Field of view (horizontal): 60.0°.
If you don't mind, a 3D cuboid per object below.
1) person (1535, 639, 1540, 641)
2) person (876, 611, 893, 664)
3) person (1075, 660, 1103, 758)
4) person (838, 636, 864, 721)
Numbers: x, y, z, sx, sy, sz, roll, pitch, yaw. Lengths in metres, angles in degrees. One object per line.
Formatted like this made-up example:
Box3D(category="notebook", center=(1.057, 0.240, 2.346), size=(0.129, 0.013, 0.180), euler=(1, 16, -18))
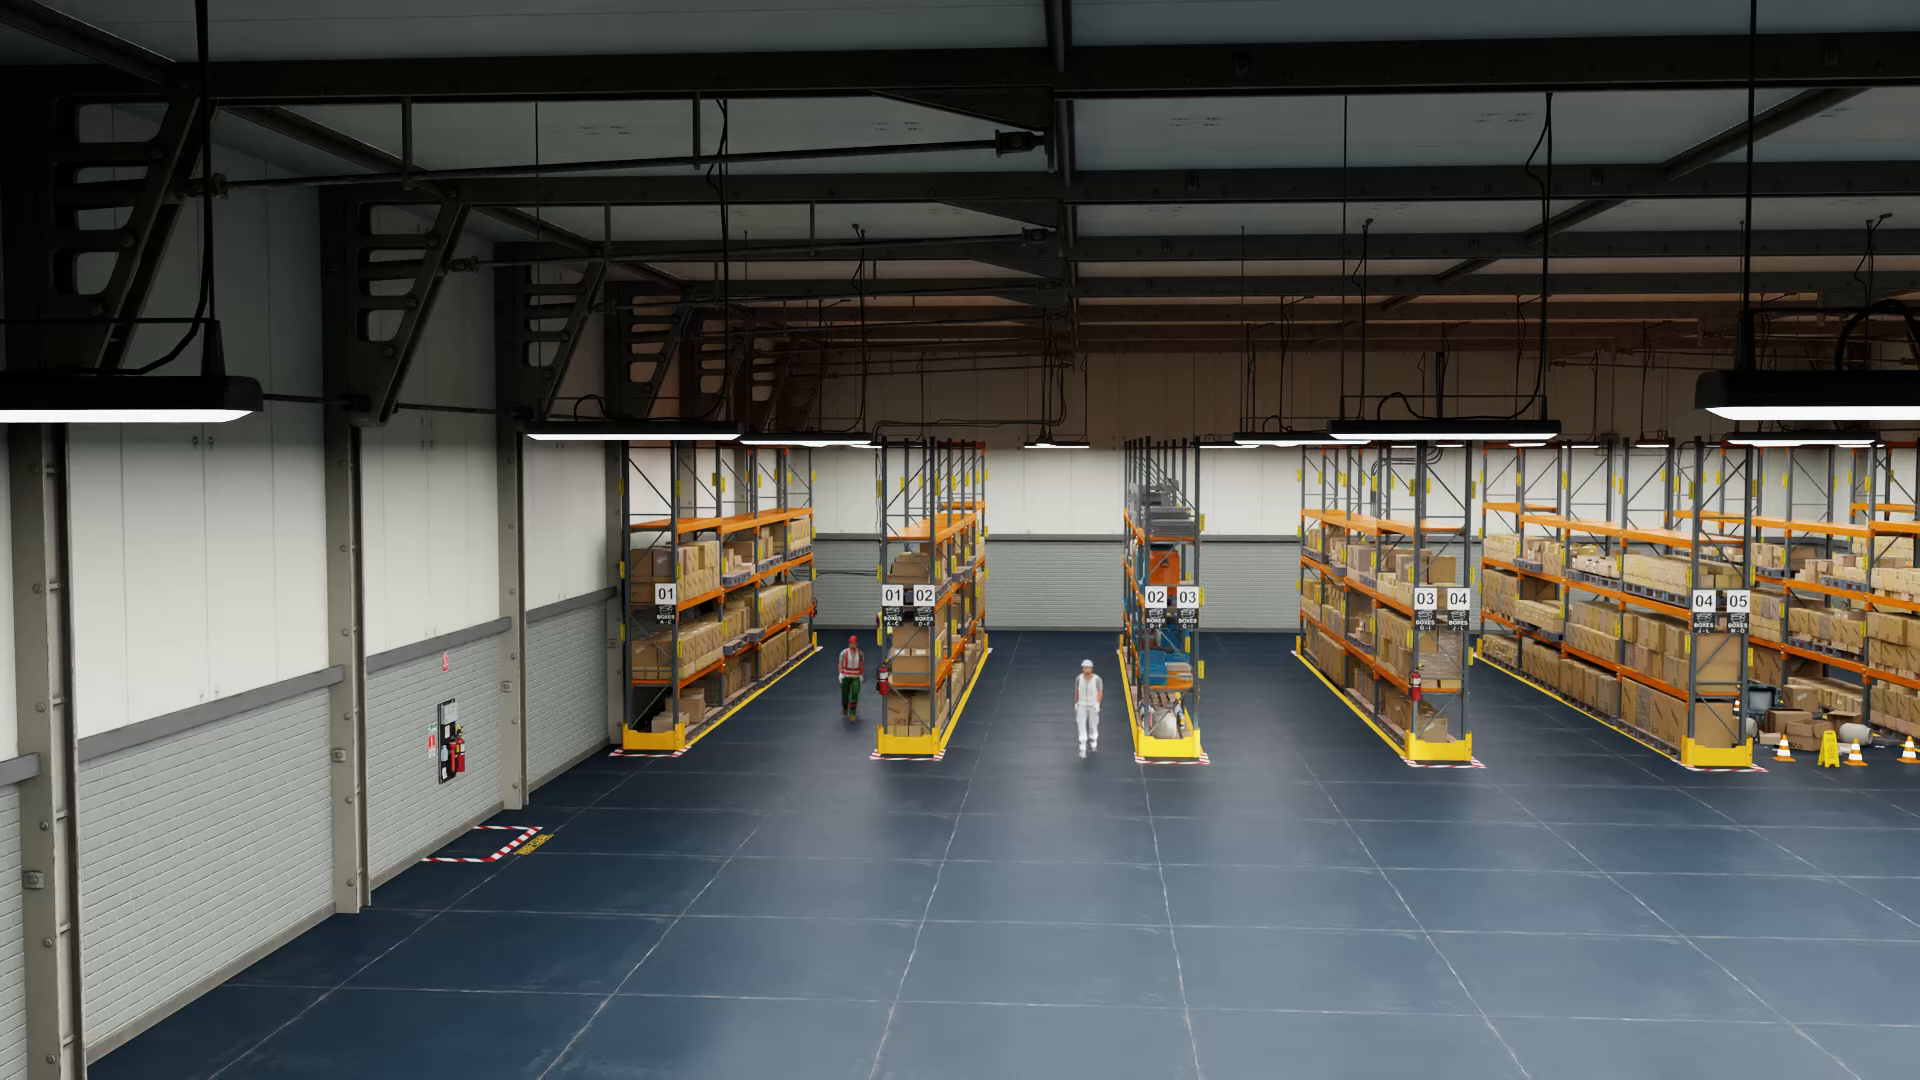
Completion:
Box3D(category="person", center=(17.055, 2.282, 48.747), size=(0.820, 1.642, 0.448), euler=(-2, 3, -27))
Box3D(category="person", center=(-1.945, 2.480, 44.059), size=(0.597, 1.757, 0.489), euler=(1, 3, 16))
Box3D(category="person", center=(2.405, 3.157, 31.306), size=(0.551, 1.787, 0.820), euler=(1, 3, 13))
Box3D(category="person", center=(-2.329, 2.950, 35.592), size=(0.631, 1.788, 0.778), euler=(-1, 3, -19))
